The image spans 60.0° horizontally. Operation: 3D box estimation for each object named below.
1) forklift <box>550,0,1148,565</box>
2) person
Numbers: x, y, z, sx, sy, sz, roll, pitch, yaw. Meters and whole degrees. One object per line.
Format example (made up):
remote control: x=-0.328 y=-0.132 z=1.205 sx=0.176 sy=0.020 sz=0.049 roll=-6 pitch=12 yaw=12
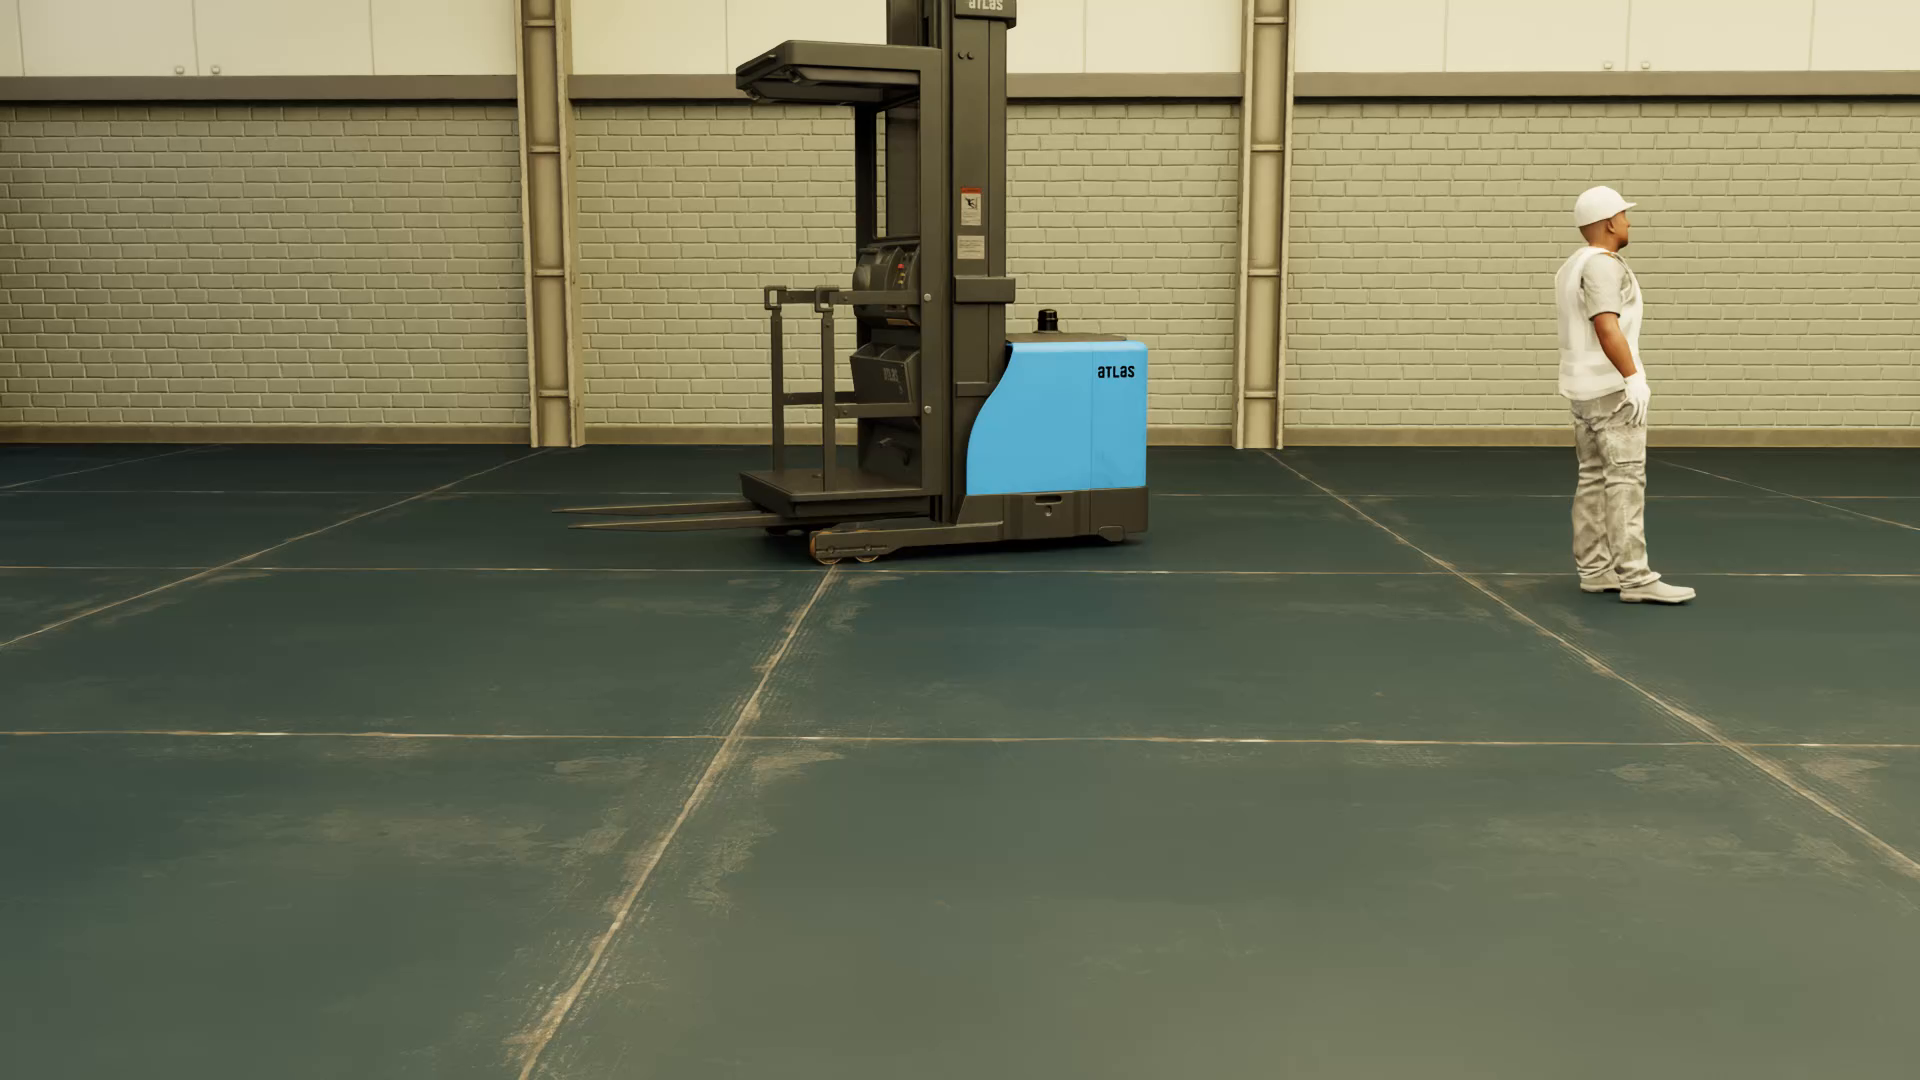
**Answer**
forklift: x=-0.569 y=-1.416 z=8.568 sx=3.031 sy=2.935 sz=1.130 roll=-3 pitch=9 yaw=-20
person: x=2.911 y=-0.650 z=7.316 sx=0.565 sy=1.785 sz=0.654 roll=1 pitch=9 yaw=4
